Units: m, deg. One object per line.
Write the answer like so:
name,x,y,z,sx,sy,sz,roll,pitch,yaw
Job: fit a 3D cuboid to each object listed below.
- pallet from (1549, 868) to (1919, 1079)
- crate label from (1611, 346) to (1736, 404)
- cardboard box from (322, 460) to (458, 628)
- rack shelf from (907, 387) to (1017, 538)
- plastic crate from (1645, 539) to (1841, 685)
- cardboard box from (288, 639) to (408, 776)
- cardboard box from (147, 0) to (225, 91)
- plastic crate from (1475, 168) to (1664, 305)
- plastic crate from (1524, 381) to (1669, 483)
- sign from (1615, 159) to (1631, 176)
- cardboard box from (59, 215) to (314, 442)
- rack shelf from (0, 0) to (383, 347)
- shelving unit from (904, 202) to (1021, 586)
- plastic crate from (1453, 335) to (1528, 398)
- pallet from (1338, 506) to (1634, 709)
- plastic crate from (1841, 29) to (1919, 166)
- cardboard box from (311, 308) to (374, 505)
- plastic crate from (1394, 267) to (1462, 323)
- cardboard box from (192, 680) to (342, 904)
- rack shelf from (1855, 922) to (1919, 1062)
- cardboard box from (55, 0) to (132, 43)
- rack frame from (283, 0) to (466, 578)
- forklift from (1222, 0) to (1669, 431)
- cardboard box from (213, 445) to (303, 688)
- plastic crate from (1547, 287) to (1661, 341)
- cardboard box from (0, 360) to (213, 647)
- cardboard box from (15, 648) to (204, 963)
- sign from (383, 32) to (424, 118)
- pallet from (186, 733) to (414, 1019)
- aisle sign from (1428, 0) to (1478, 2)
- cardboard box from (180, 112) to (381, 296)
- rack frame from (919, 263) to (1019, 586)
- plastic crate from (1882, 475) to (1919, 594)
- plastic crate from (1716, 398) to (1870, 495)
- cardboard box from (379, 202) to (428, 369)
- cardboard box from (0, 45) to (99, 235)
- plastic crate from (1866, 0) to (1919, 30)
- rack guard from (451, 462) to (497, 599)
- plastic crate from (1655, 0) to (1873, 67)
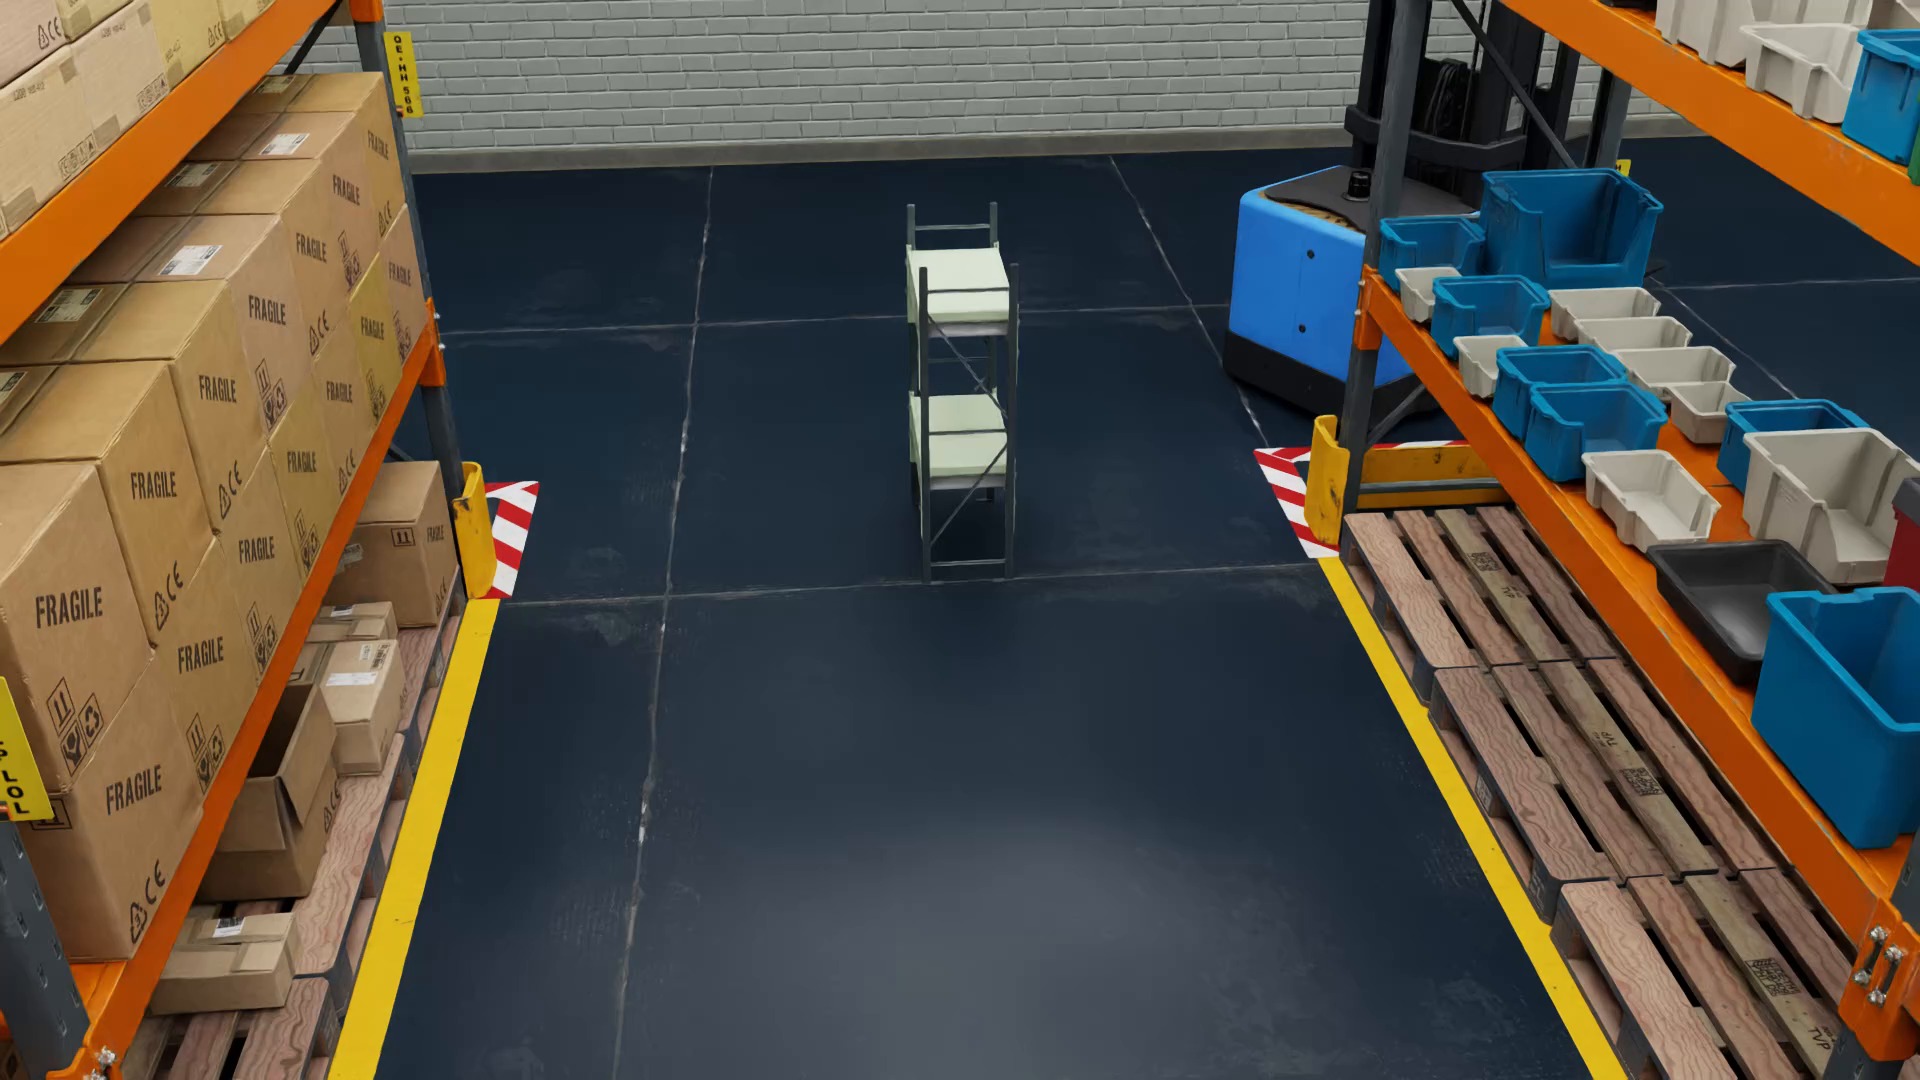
pallet,2.515,1.500,5.032,1.003,0.211,1.213,-3,31,-5
crate label,2.568,-0.581,5.996,0.396,0.136,0.243,-3,31,-5
cardboard box,-2.387,0.020,6.800,0.500,0.500,0.500,-3,31,-5
rack shelf,0.001,-0.361,7.527,0.431,0.370,0.720,-3,31,-5
plastic crate,2.251,0.210,4.682,0.437,0.125,0.590,-3,31,-5
cardboard box,-2.328,0.614,6.050,0.500,0.250,0.500,-3,31,-5
cardboard box,-2.247,-1.337,4.285,0.500,0.250,0.500,-3,31,-5
plastic crate,2.466,-1.244,6.815,0.616,0.435,0.499,-3,31,-5
plastic crate,2.095,-0.352,5.519,0.416,0.233,0.300,-3,31,-5
sign,2.795,-1.470,7.127,0.100,0.325,0.005,-3,31,-5
cardboard box,-2.219,-0.604,4.763,0.500,0.500,0.500,-2,31,-3
rack shelf,-2.496,-1.088,4.423,1.077,0.370,4.000,-3,31,-5
shelving unit,0.001,-0.640,7.360,0.431,1.500,0.755,-3,31,-5
plastic crate,1.955,-0.622,6.065,0.250,0.136,0.298,-3,31,-5
pallet,2.287,0.254,7.118,1.003,0.211,1.213,-3,31,-5
plastic crate,2.220,-0.989,3.718,0.416,0.233,0.300,-3,31,-5
cardboard box,-2.277,-0.438,5.460,0.500,0.500,0.500,-3,31,-4
plastic crate,1.892,-0.969,6.645,0.250,0.136,0.298,-3,31,-5
cardboard box,-2.490,0.836,5.431,0.797,0.503,0.637,-3,31,-5
rack shelf,2.809,2.007,2.167,1.077,0.370,4.000,-3,31,-5
cardboard box,-2.191,-1.297,3.730,0.500,0.250,0.500,-3,31,-5
rack frame,-2.683,-1.130,6.717,1.000,3.000,0.127,-3,31,-5
forklift,2.928,-2.422,8.947,3.031,2.935,1.130,-22,37,-32
cardboard box,-2.181,0.079,4.595,0.500,0.500,0.500,-3,31,-5
plastic crate,2.505,-0.870,6.481,0.396,0.136,0.243,-3,31,-5
cardboard box,-2.122,-0.078,3.882,0.500,0.500,0.500,-4,31,-6
cardboard box,-2.086,0.596,3.730,0.500,0.500,0.500,-2,31,-3
sign,-2.129,-1.779,6.366,0.100,0.325,0.005,-3,31,-5
pallet,-2.490,1.134,5.645,1.003,0.211,1.213,-3,31,-5
aisle sign,1.946,-2.504,6.482,0.394,0.787,0.004,-3,31,-5
cardboard box,-2.320,-1.130,5.645,0.500,0.500,0.500,-2,31,-3
rack frame,0.035,-0.454,7.047,0.400,1.500,0.023,-3,31,-5
plastic crate,2.789,0.156,4.444,0.402,0.464,0.583,-3,31,-5
plastic crate,2.696,-0.283,5.404,0.416,0.233,0.300,-3,31,-5
cardboard box,-2.370,-0.957,6.330,0.500,0.500,0.500,-2,31,-3
cardboard box,-2.151,-0.827,3.430,0.500,0.250,0.500,-3,31,-5
plastic crate,2.689,-1.497,4.663,0.437,0.136,0.530,-3,31,-5
rack guard,-2.676,-0.018,7.293,1.175,0.500,0.348,-3,31,-5
plastic crate,2.149,-1.456,4.453,0.437,0.282,0.530,-3,31,-5
